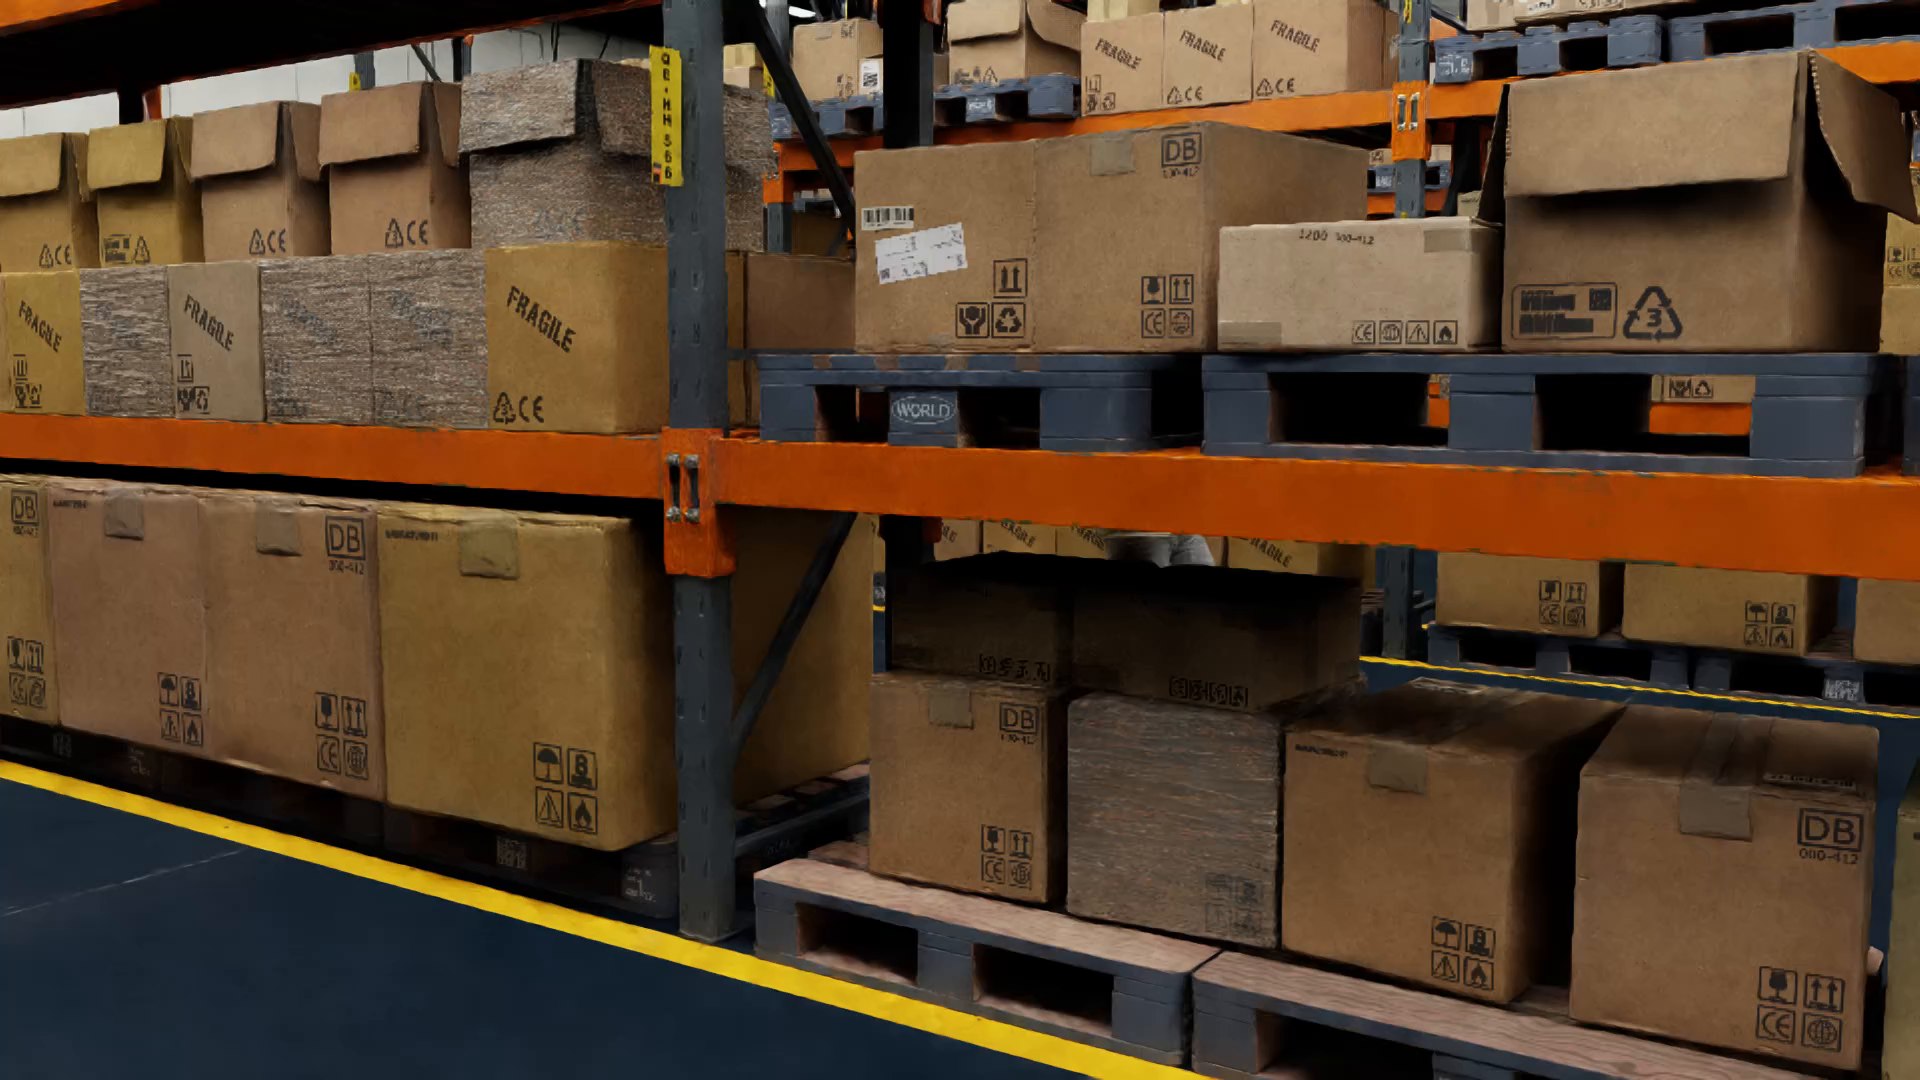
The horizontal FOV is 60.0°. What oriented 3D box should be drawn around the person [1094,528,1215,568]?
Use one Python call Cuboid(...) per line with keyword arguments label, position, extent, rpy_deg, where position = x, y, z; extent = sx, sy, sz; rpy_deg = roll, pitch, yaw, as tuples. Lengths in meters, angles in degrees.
Cuboid(label="person", position=(0.751, -0.012, 5.841), extent=(0.865, 1.746, 0.662), rpy_deg=(5, 8, 36))
